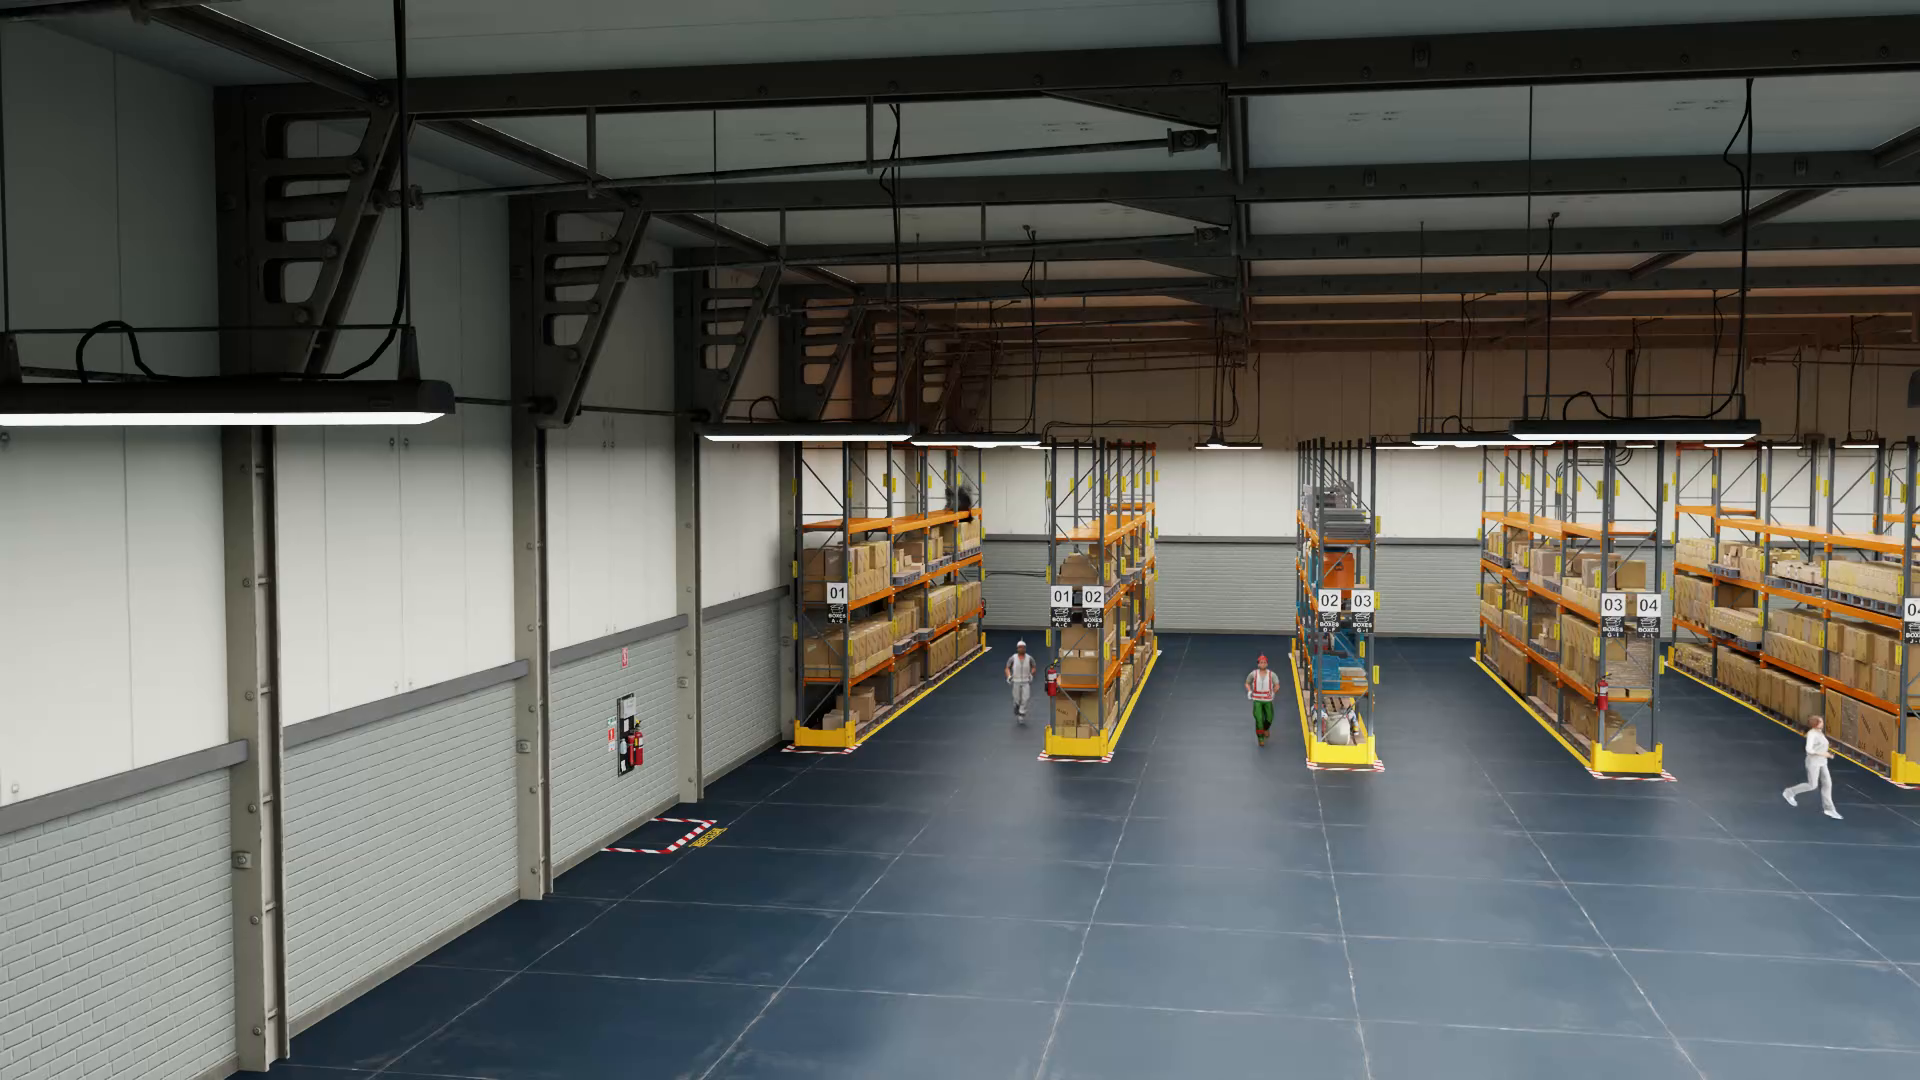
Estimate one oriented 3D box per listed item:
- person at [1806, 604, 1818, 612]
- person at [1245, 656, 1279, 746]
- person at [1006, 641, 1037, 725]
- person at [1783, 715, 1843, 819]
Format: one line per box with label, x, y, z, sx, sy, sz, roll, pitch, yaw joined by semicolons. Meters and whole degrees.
person;23.187;2.488;45.333;0.722;1.694;0.573;1;3;13
person;5.901;3.132;32.481;0.659;1.742;0.709;0;3;8
person;1.297;3.000;35.074;0.658;1.740;0.606;0;3;-3
person;13.441;3.540;26.170;0.553;1.597;0.877;-3;4;-42
